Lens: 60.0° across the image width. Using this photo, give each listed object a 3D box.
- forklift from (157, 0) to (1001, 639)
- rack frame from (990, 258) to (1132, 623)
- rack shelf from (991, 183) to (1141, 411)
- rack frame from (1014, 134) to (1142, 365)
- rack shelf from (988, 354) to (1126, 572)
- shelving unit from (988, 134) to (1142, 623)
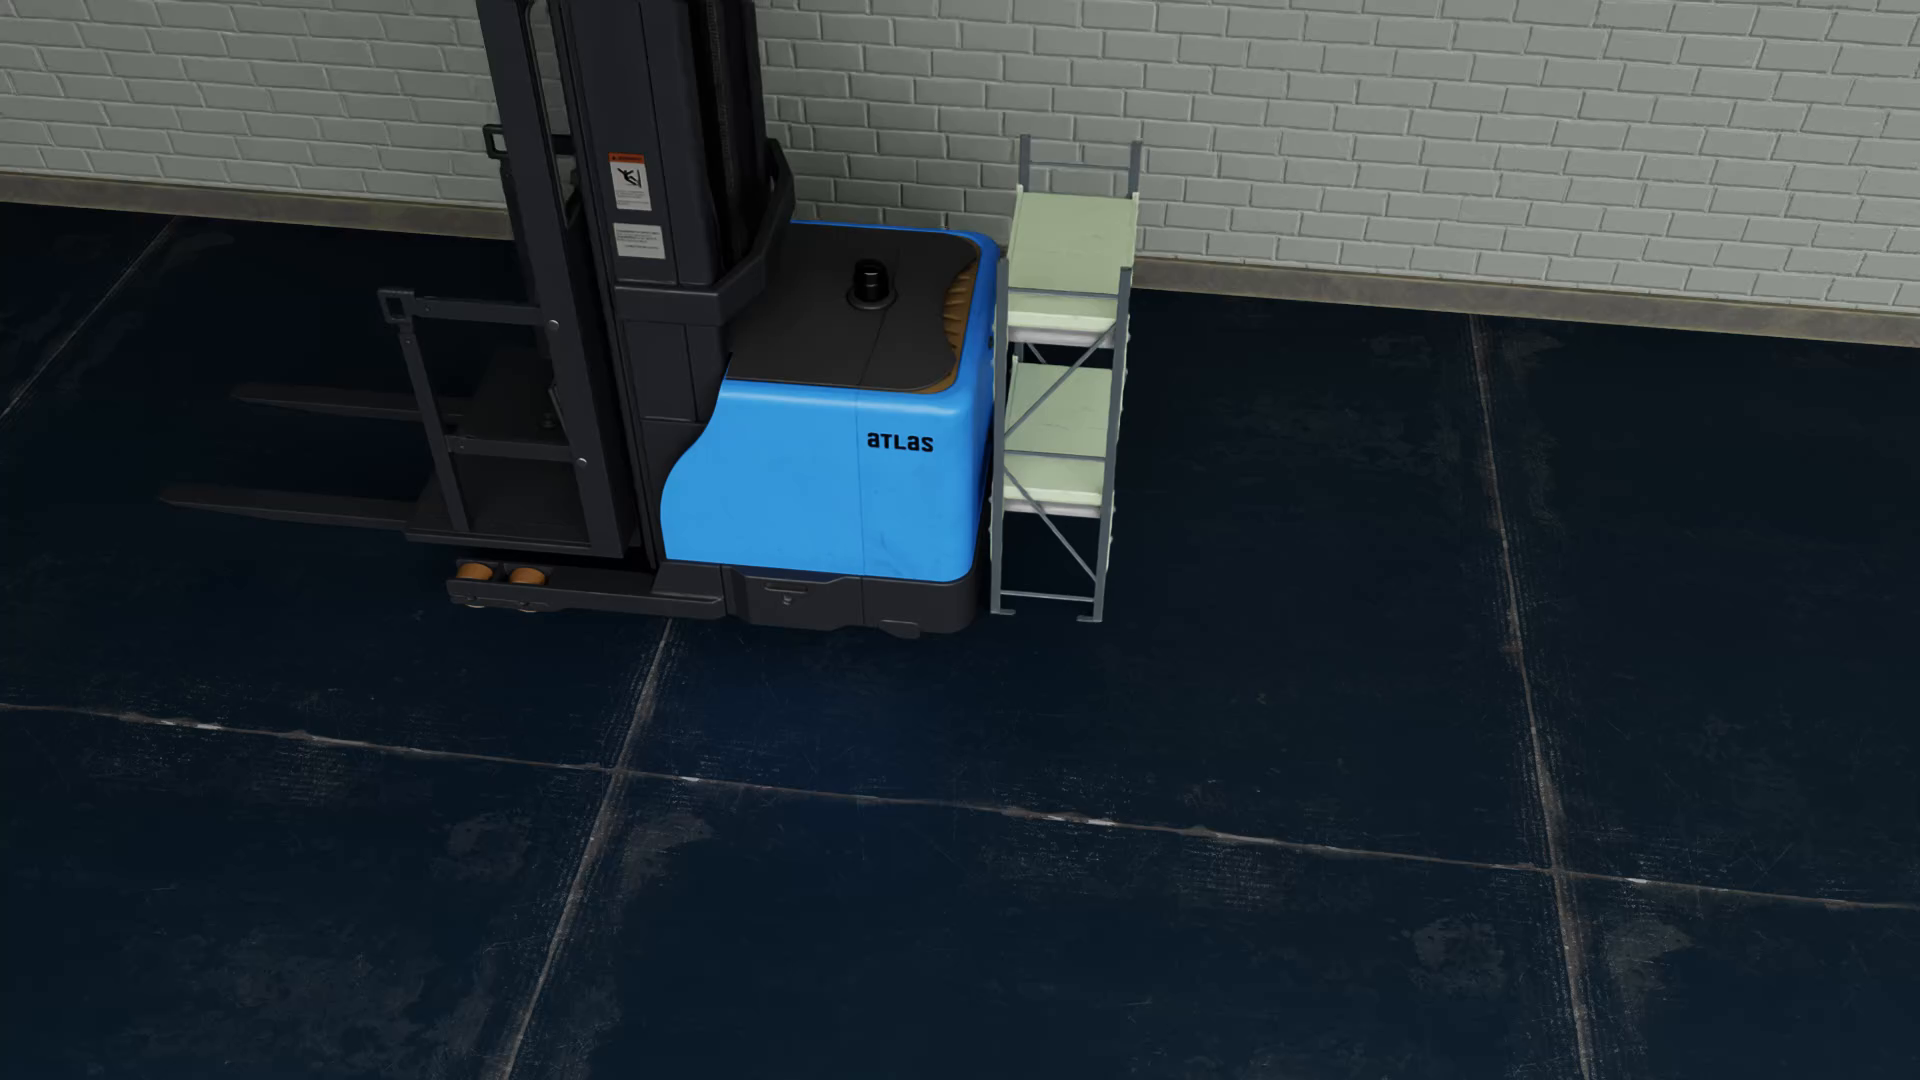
[{"bbox_3d":[-1.400,-1.160,5.343,3.031,2.935,1.130,5,44,5],"label":"forklift"},{"bbox_3d":[0.309,-0.272,5.446,0.400,1.500,0.023,5,44,5],"label":"rack frame"},{"bbox_3d":[0.353,-0.805,5.442,0.431,0.370,0.720,5,44,5],"label":"rack shelf"},{"bbox_3d":[0.397,-0.771,5.974,0.400,1.500,0.023,5,44,5],"label":"rack frame"},{"bbox_3d":[0.353,-0.285,5.934,0.431,0.370,0.720,5,44,5],"label":"rack shelf"},{"bbox_3d":[0.353,-0.521,5.710,0.431,1.500,0.755,5,44,5],"label":"shelving unit"}]
